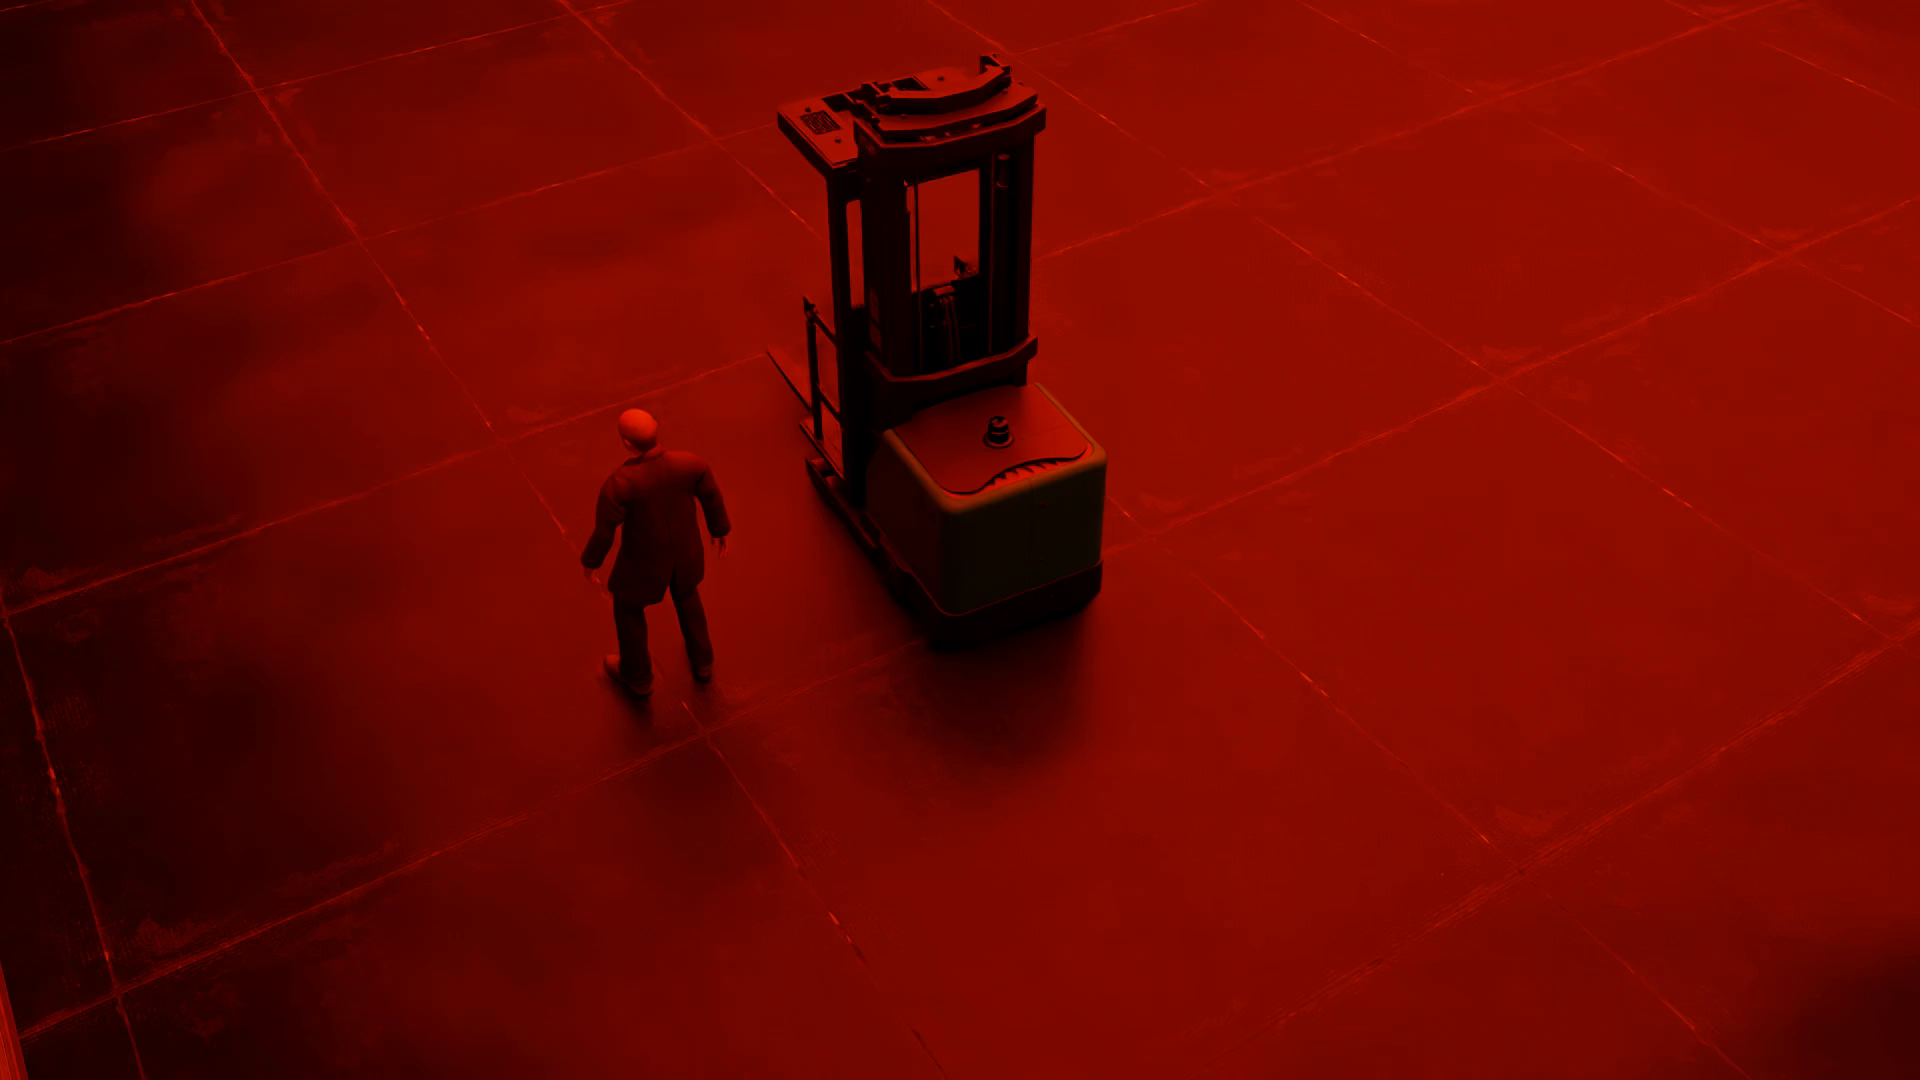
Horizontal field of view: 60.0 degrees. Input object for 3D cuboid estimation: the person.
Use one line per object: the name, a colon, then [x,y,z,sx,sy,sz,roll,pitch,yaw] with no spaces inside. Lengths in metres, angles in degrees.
person: [-1.603,0.029,8.730,0.799,1.759,0.427,-23,46,-24]

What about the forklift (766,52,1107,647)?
forklift: [-0.313,-1.469,9.551,1.130,2.935,3.031,-19,45,-21]
